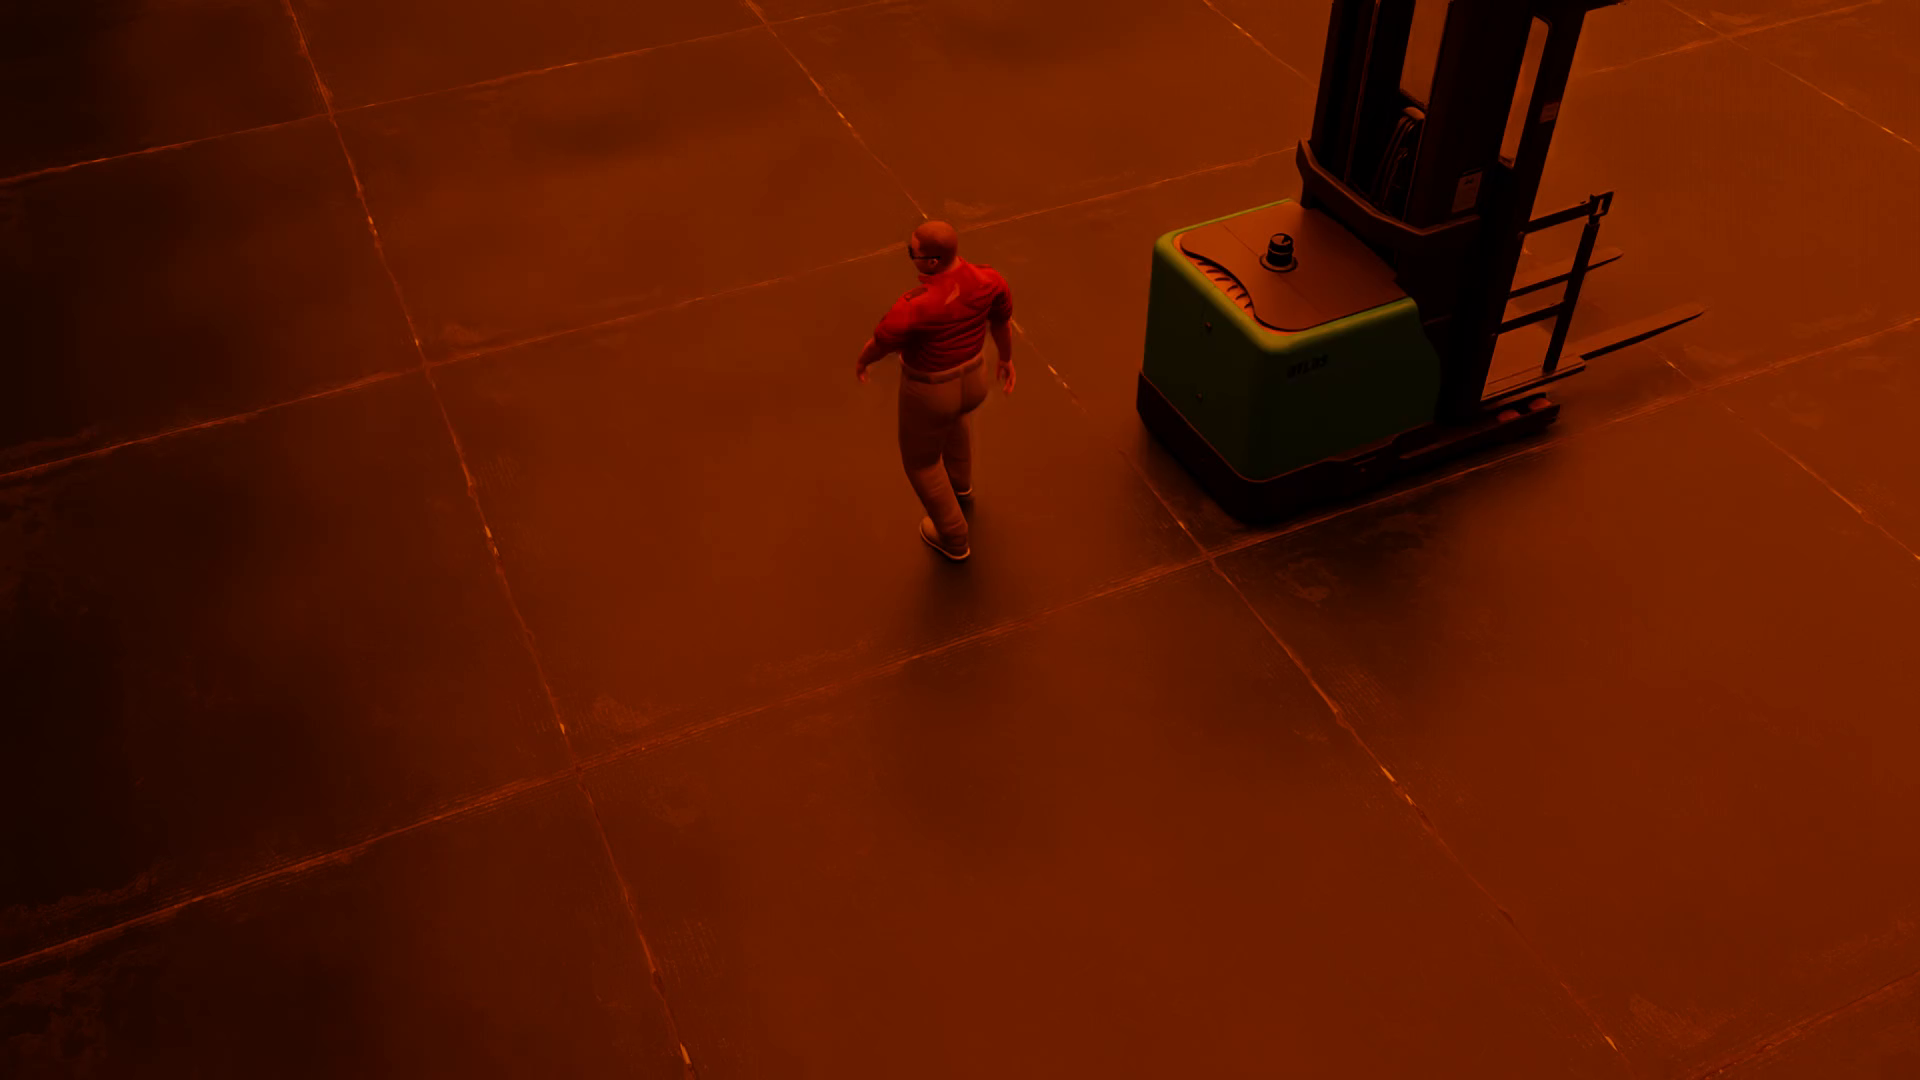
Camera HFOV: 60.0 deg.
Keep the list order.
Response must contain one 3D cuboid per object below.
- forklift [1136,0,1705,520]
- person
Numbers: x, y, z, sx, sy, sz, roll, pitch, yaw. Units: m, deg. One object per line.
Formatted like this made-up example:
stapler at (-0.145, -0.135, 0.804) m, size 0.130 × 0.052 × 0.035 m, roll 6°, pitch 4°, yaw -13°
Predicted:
forklift at (2.446, -1.868, 7.682) m, size 3.031 × 2.935 × 1.130 m, roll -19°, pitch 46°, yaw -19°
person at (-0.091, -0.736, 7.391) m, size 0.667 × 1.681 × 0.663 m, roll -30°, pitch 51°, yaw -28°
